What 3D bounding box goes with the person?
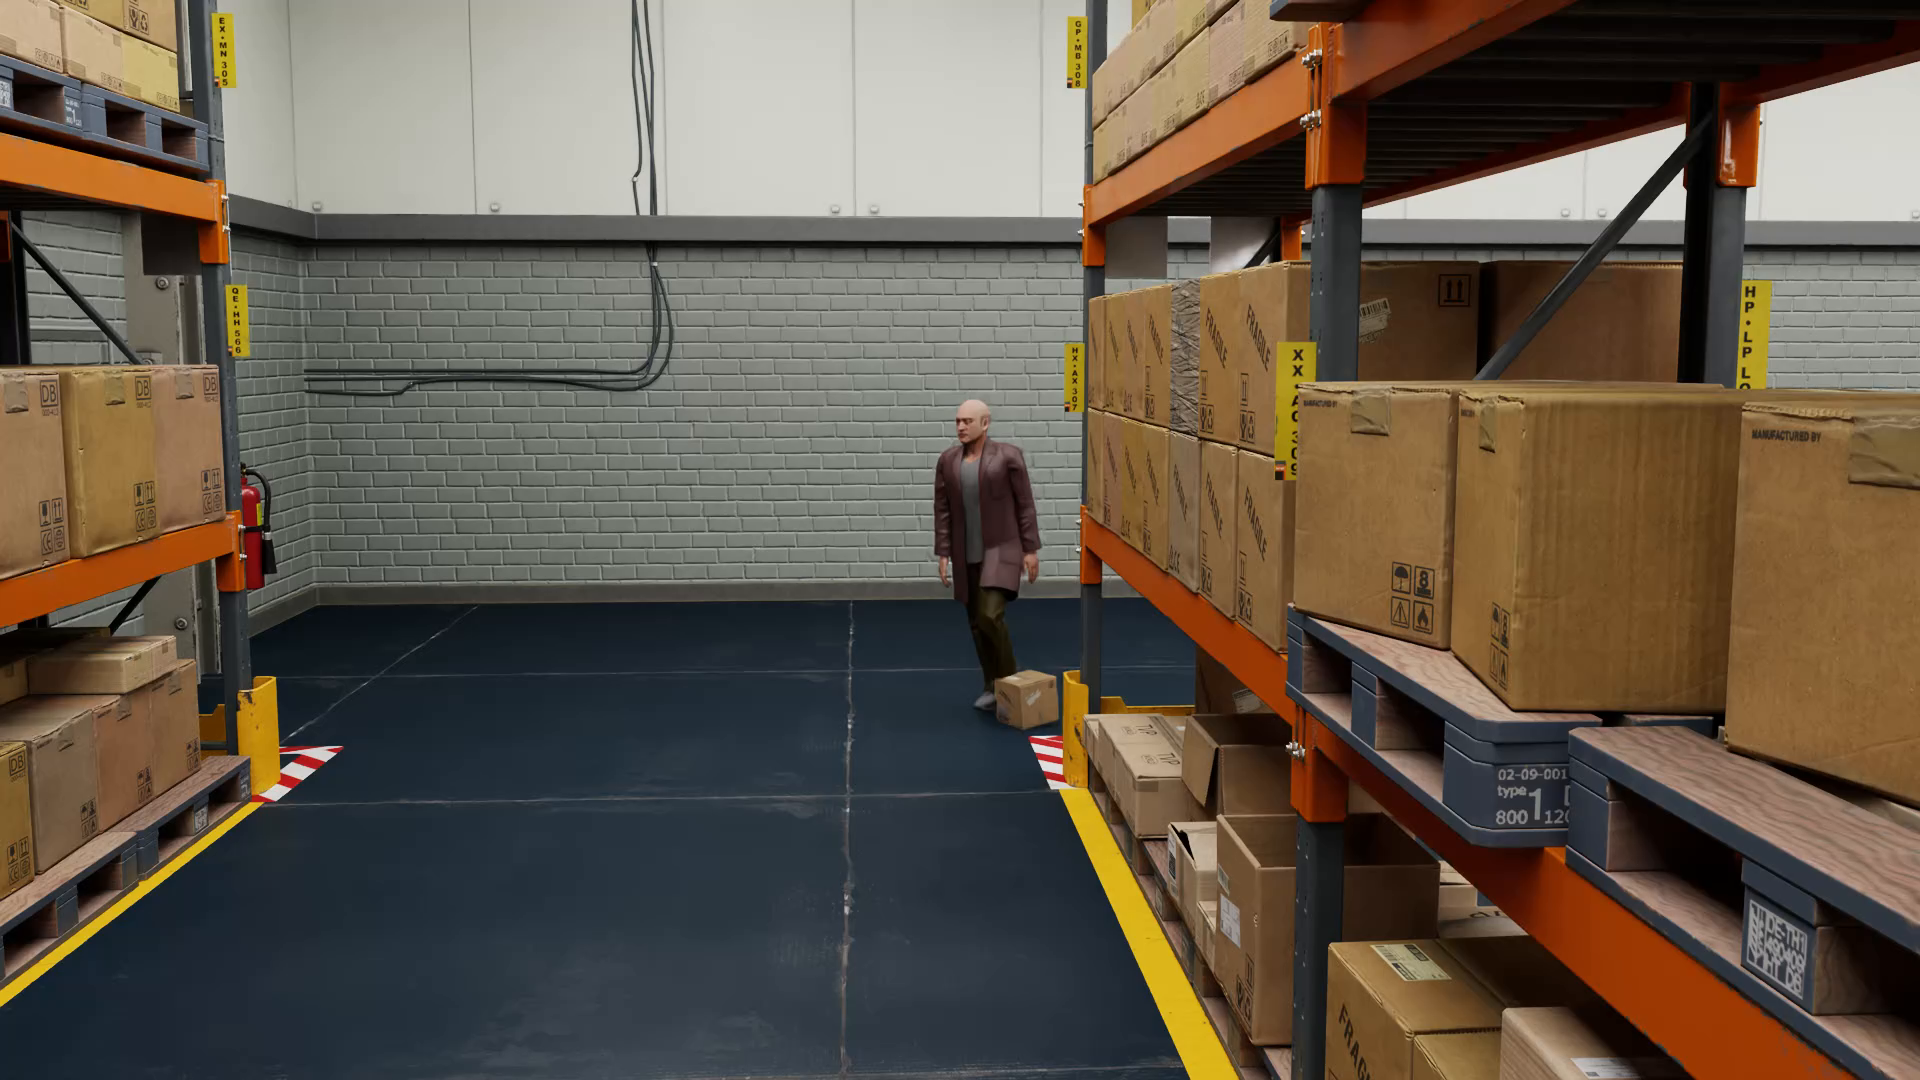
[{"bbox_3d":[0.142,0.093,9.330,0.611,1.764,0.568,4,8,30],"label":"person"}]
